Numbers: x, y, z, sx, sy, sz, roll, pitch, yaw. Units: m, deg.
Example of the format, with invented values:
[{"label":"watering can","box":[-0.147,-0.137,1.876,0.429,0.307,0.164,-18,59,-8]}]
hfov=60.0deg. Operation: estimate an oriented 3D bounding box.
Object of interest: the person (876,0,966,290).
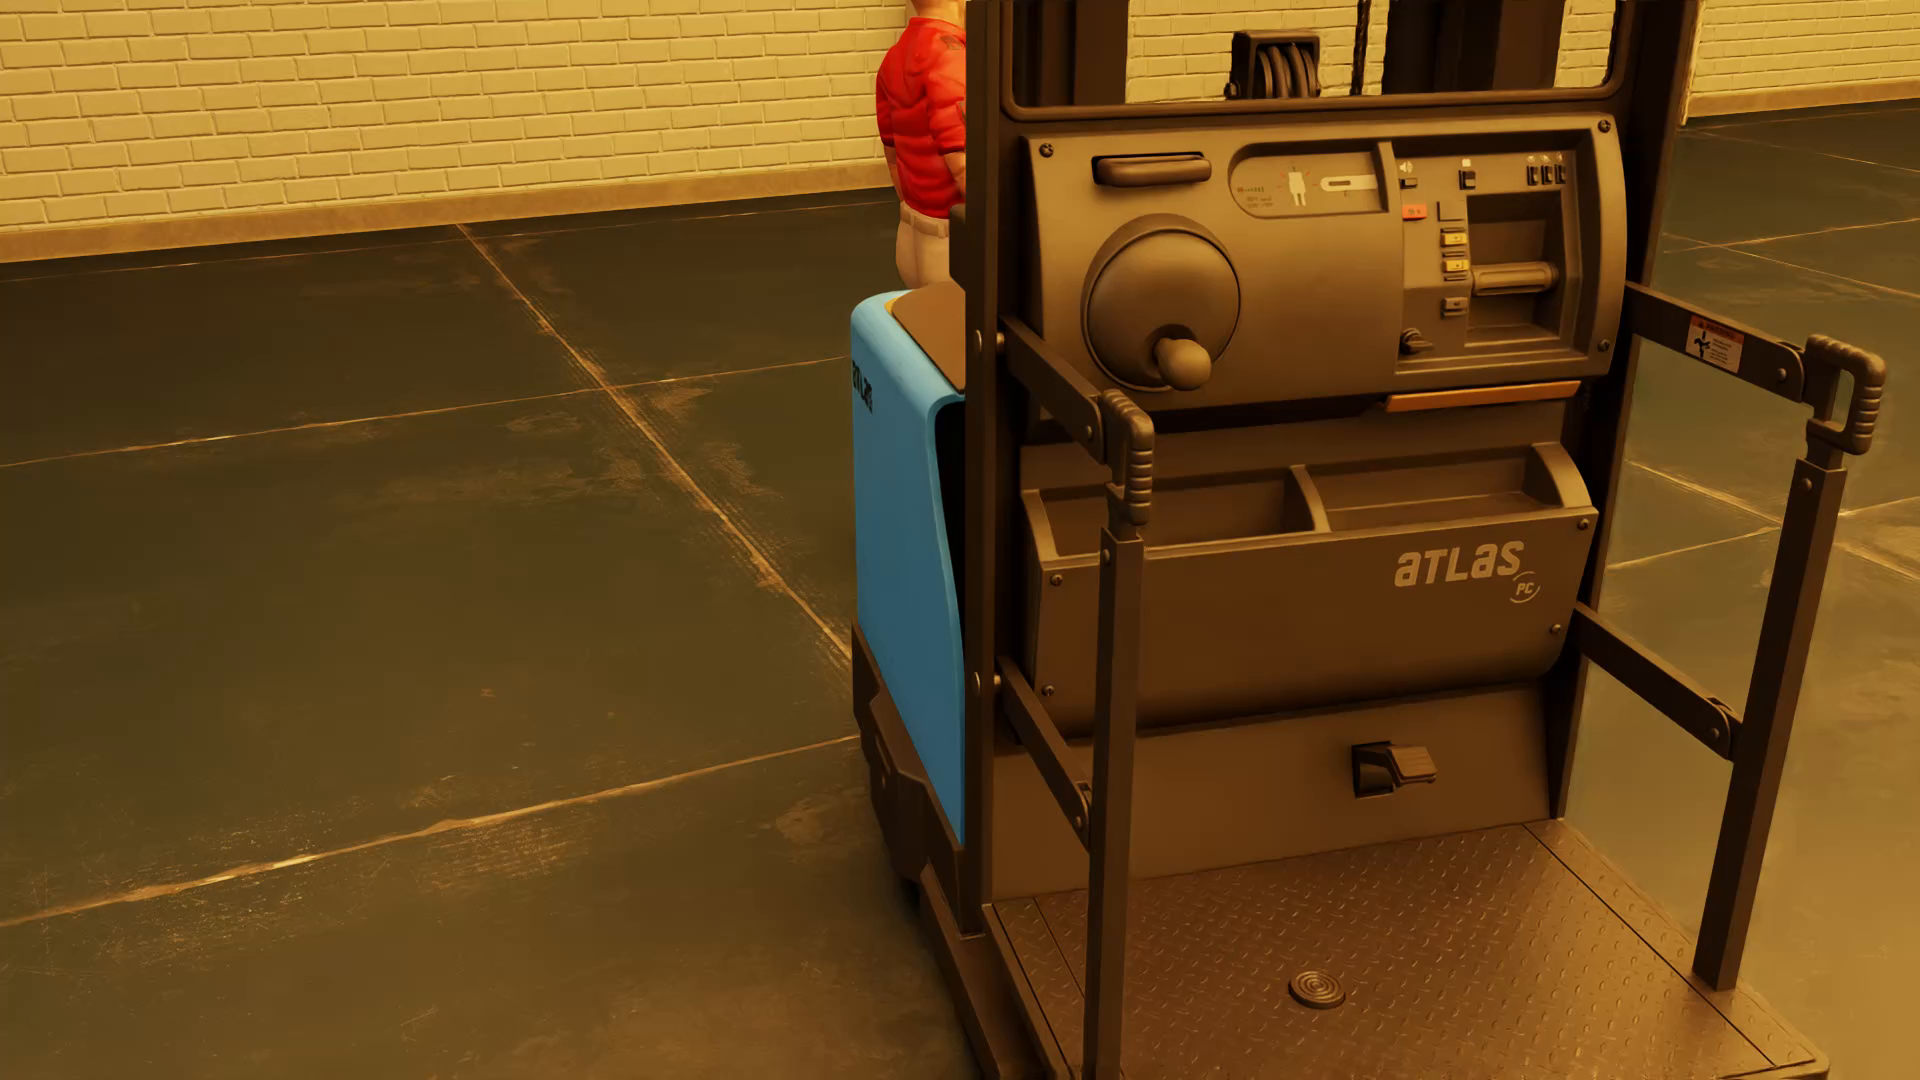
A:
[{"label":"person","box":[0.086,-0.816,4.798,0.550,1.728,0.641,-10,25,-23]}]

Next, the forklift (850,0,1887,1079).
[{"label":"forklift","box":[0.608,-0.399,2.246,1.130,2.935,3.031,-6,23,-13]}]
